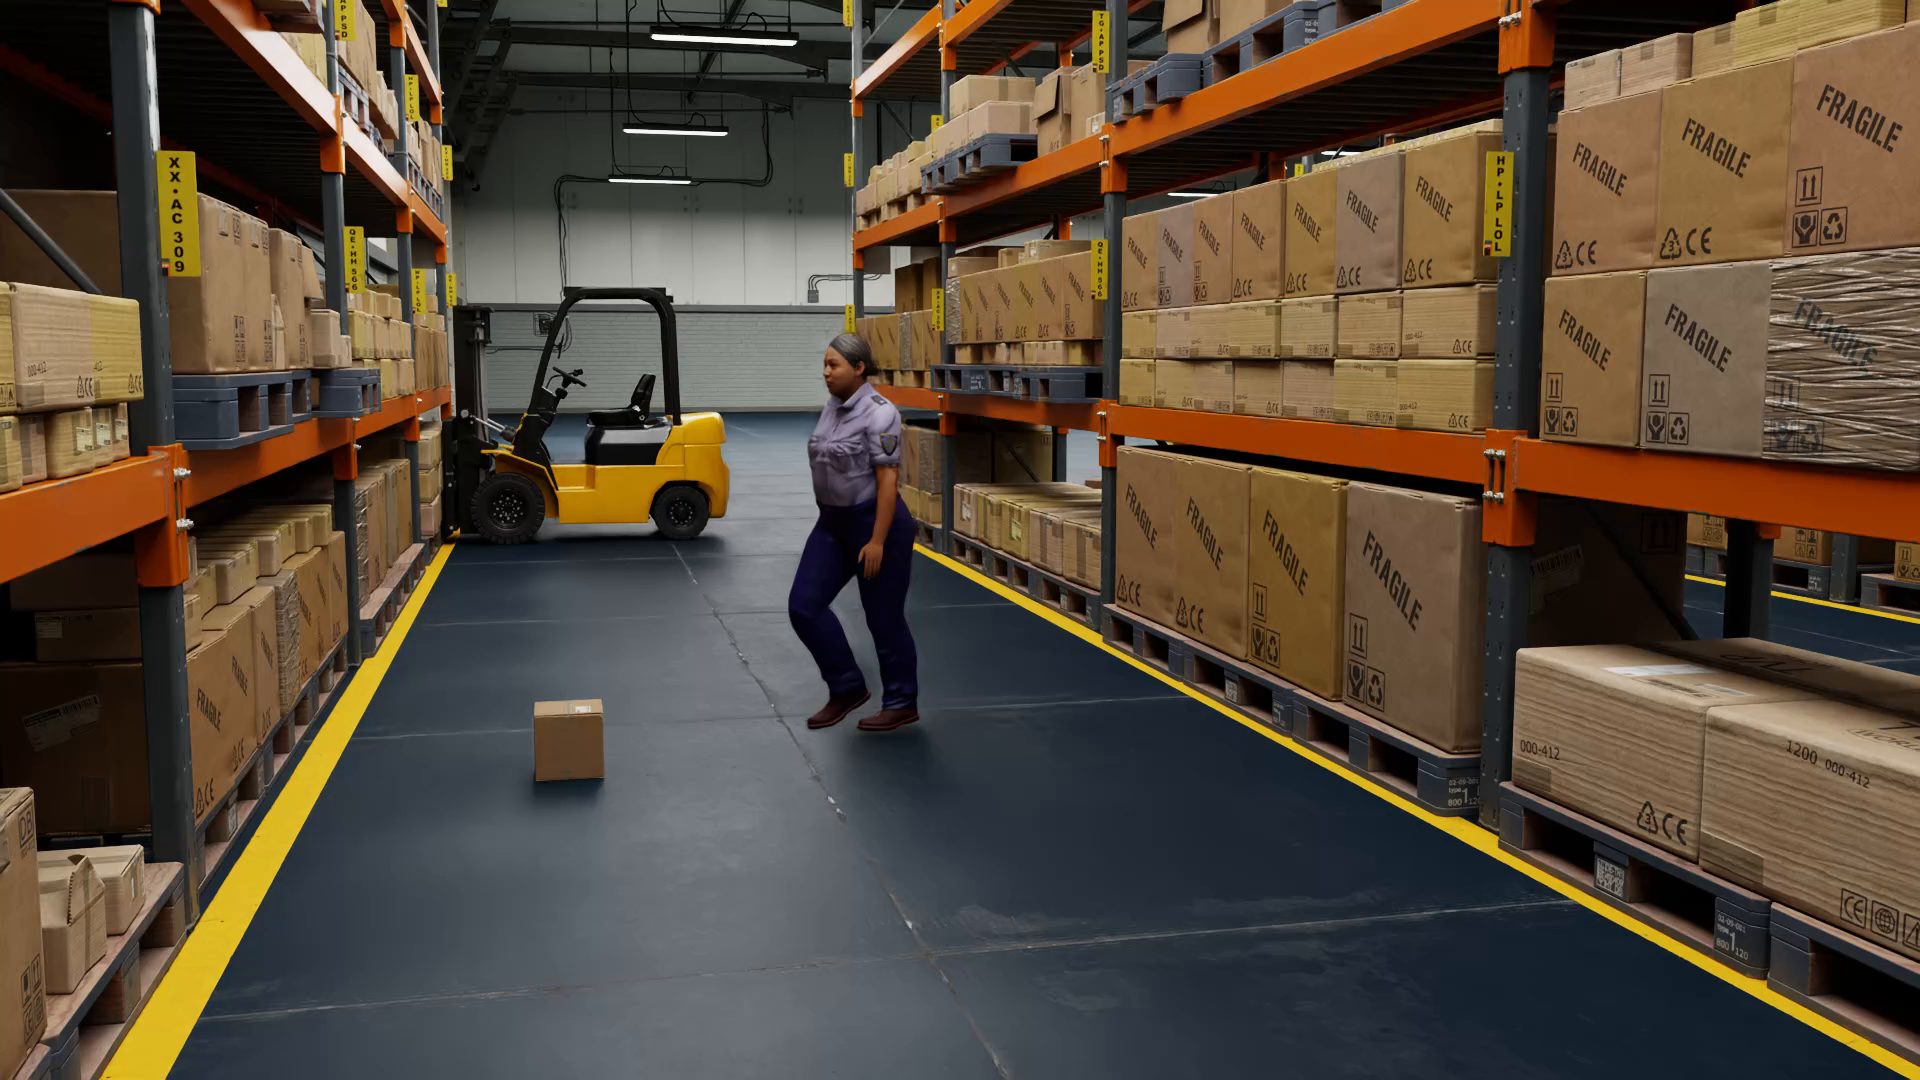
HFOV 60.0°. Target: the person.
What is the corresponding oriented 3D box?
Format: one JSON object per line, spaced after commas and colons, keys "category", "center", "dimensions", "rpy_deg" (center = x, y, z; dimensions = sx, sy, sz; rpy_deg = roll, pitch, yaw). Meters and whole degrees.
{"category": "person", "center": [-0.393, -0.021, 6.808], "dimensions": [0.500, 1.636, 0.491], "rpy_deg": [-6, 9, -45]}
